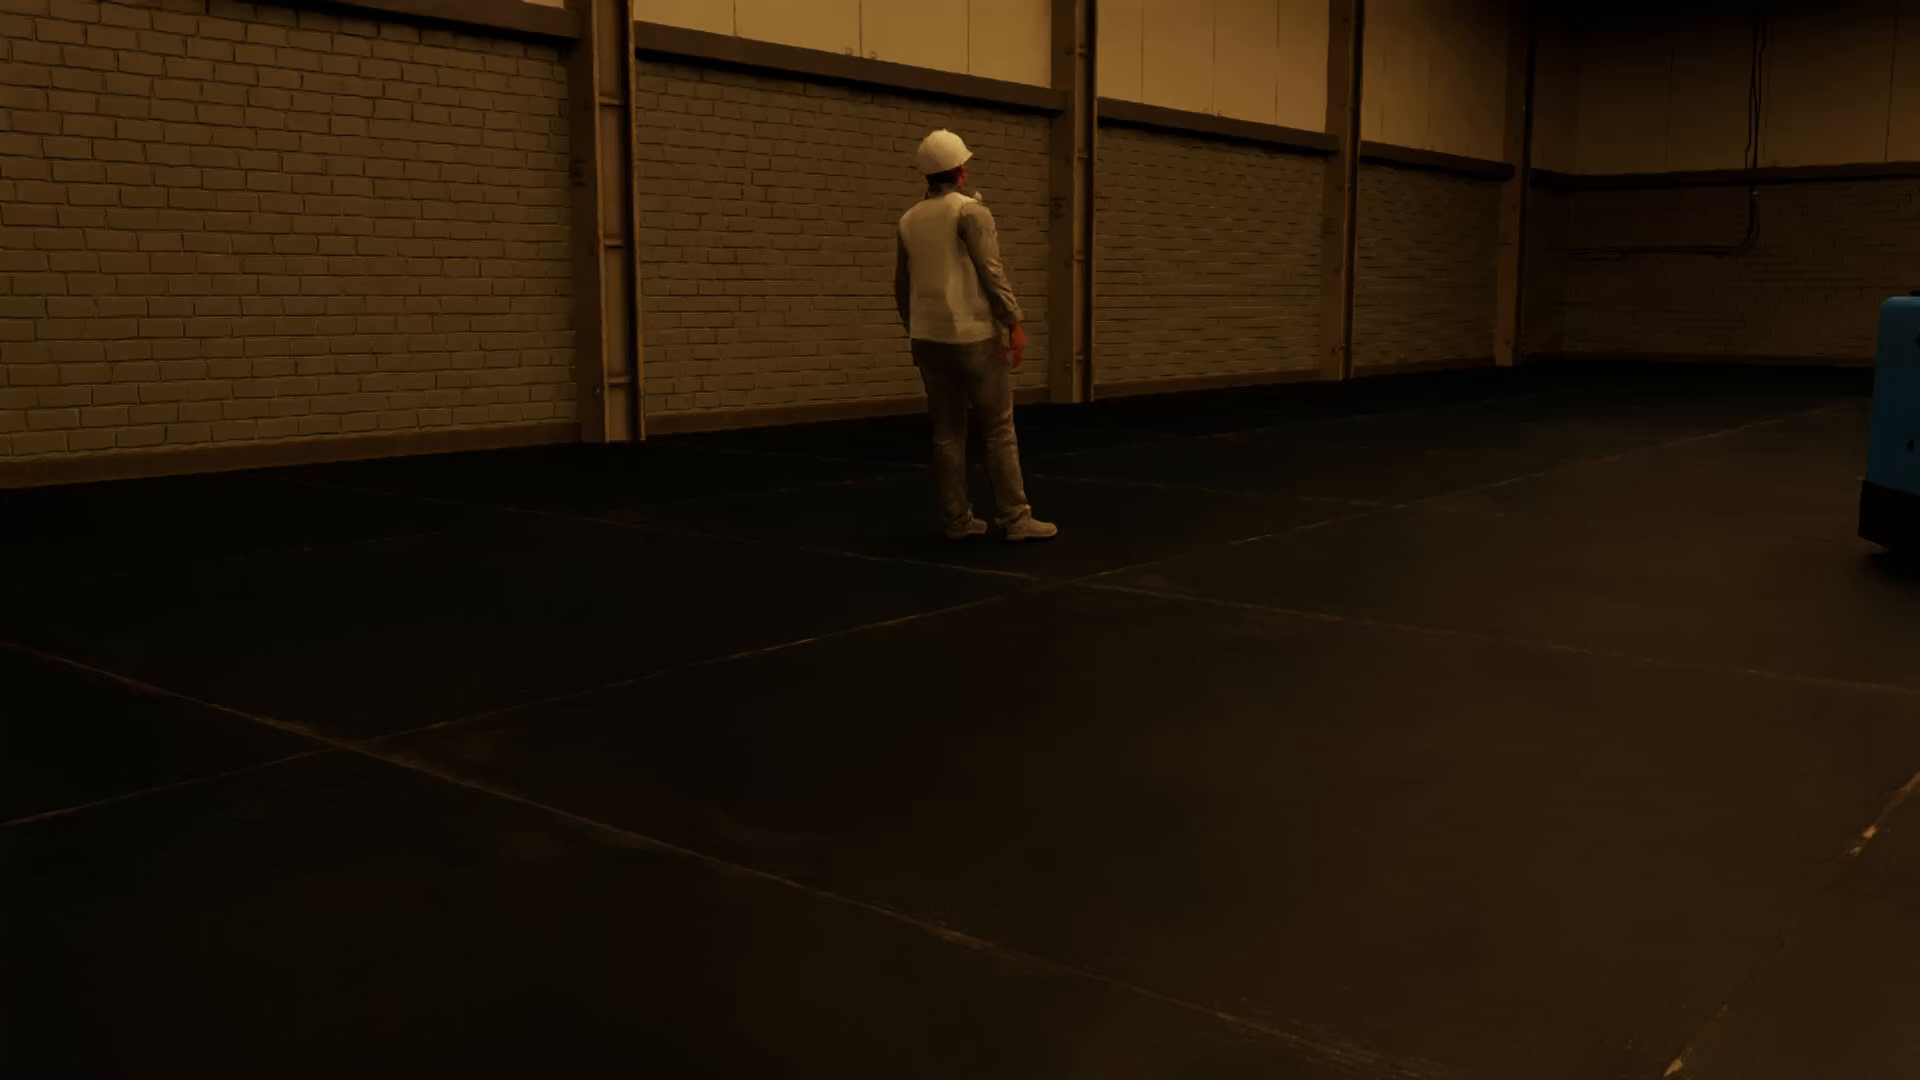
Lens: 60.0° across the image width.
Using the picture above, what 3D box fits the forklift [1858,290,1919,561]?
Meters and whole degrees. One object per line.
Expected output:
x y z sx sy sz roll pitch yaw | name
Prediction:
5.197 -1.293 6.116 3.031 2.935 1.130 2 8 11 | forklift

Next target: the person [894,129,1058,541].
0.046 -0.891 7.318 0.632 1.773 0.567 7 11 38 | person
